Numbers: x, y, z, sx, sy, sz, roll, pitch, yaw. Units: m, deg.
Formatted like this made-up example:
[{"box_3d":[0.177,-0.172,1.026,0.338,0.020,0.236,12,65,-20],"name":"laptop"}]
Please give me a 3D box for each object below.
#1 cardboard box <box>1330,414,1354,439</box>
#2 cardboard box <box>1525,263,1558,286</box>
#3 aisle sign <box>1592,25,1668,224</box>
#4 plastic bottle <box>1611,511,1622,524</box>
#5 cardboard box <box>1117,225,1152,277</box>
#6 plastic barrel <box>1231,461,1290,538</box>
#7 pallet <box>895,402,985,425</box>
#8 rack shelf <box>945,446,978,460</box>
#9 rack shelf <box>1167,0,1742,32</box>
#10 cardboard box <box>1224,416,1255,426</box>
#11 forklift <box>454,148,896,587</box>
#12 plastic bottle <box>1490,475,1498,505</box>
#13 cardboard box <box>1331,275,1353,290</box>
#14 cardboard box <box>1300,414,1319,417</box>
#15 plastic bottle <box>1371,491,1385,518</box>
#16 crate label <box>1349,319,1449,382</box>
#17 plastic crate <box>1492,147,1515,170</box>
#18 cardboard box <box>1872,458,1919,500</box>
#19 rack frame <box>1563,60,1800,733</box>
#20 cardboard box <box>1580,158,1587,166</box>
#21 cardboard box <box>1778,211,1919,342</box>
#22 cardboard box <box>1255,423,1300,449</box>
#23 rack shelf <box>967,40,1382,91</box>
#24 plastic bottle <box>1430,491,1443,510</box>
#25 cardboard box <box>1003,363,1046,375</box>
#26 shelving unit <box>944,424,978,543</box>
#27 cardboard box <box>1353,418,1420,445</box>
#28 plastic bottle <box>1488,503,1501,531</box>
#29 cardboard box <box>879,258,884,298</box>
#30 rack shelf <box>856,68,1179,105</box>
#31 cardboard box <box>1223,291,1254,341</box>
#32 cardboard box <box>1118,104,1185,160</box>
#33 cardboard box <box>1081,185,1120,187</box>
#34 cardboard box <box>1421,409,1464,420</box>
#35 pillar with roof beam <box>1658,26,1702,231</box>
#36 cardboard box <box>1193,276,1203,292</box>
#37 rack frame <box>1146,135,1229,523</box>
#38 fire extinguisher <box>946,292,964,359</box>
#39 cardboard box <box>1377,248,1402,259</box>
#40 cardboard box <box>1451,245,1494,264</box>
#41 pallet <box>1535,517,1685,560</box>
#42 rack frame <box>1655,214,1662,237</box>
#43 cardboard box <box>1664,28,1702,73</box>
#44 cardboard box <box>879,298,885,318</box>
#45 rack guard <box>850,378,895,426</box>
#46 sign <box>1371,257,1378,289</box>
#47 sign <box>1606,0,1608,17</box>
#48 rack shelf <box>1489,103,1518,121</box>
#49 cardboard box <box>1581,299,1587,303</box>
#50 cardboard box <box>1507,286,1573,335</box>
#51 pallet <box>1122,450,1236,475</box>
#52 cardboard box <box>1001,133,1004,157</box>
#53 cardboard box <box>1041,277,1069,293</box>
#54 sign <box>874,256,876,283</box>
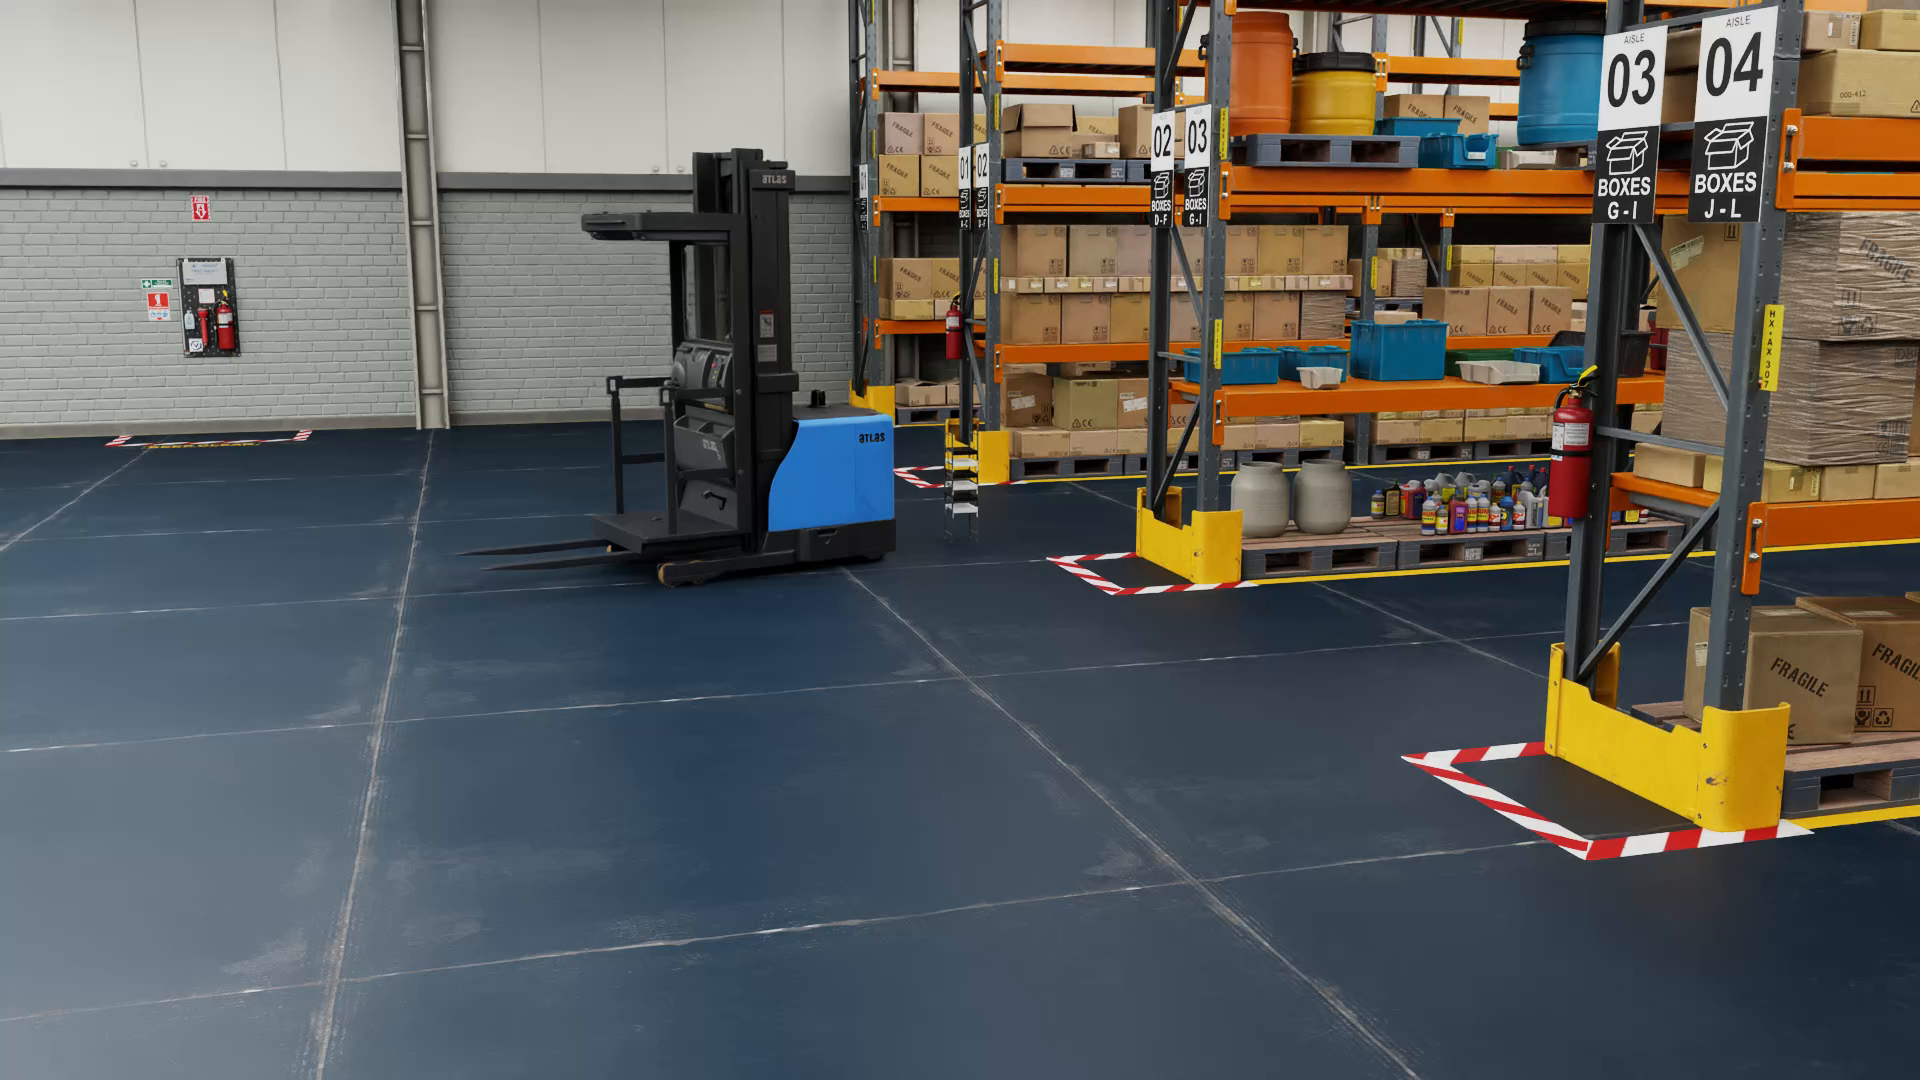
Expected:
[{"box_3d":[4.347,-1.256,18.017,0.500,0.250,0.500,-3,11,-16],"name":"cardboard box"},{"box_3d":[8.003,-3.629,23.320,0.500,0.500,0.500,-3,11,-16],"name":"cardboard box"},{"box_3d":[2.811,-1.733,6.995,0.004,0.787,0.394,-3,11,-16],"name":"aisle sign"},{"box_3d":[4.873,-0.300,12.491,0.185,0.351,0.144,-3,11,-17],"name":"plastic bottle"},{"box_3d":[1.679,-2.892,16.613,0.500,0.500,0.700,-3,11,-16],"name":"cardboard box"},{"box_3d":[2.181,-0.296,12.081,0.421,0.512,0.421,0,10,0],"name":"plastic barrel"},{"box_3d":[-0.336,-1.656,21.459,1.213,0.211,1.003,-3,11,-16],"name":"pallet"},{"box_3d":[0.008,-0.676,12.924,0.200,0.077,0.258,-3,11,-16],"name":"rack shelf"},{"box_3d":[3.491,-3.768,11.749,4.000,0.370,1.077,-3,11,-16],"name":"rack shelf"},{"box_3d":[2.684,-1.442,16.961,0.500,0.500,0.500,-3,11,-16],"name":"cardboard box"},{"box_3d":[-1.991,-1.229,11.627,3.031,2.935,1.130,-6,12,-32],"name":"forklift"},{"box_3d":[4.168,-0.370,13.059,0.133,0.283,0.061,-3,11,-13],"name":"plastic bottle"},{"box_3d":[3.829,-2.647,17.074,0.250,0.149,0.380,-3,11,-16],"name":"cardboard box"},{"box_3d":[3.497,-1.584,17.730,0.500,0.500,0.500,-3,11,-16],"name":"cardboard box"},{"box_3d":[3.211,-0.276,12.773,0.097,0.201,0.097,0,10,0],"name":"plastic bottle"},{"box_3d":[3.262,-1.424,12.399,0.616,0.435,0.502,-3,11,-16],"name":"crate label"},{"box_3d":[3.820,-2.807,12.311,0.450,0.188,0.336,-3,11,-16],"name":"plastic crate"},{"box_3d":[3.785,-0.274,6.945,0.250,0.149,0.380,-3,11,-16],"name":"cardboard box"},{"box_3d":[2.955,-0.405,6.964,0.127,3.000,1.000,-3,11,-16],"name":"rack frame"},{"box_3d":[6.400,-4.051,17.737,0.500,0.250,0.500,-3,11,-17],"name":"cardboard box"},{"box_3d":[3.559,-1.073,6.731,0.500,0.500,0.500,-3,11,-16],"name":"cardboard box"},{"box_3d":[3.163,-1.099,17.168,0.500,0.250,0.500,-3,11,-16],"name":"cardboard box"},{"box_3d":[2.110,-4.629,16.427,4.000,0.370,1.077,-3,11,-16],"name":"rack shelf"},{"box_3d":[3.647,-0.270,12.742,0.097,0.201,0.097,0,10,0],"name":"plastic bottle"},{"box_3d":[0.756,-2.052,21.599,0.500,0.500,0.700,-4,11,-20],"name":"cardboard box"},{"box_3d":[0.008,-0.443,12.967,0.210,0.900,0.258,-3,11,-16],"name":"shelving unit"},{"box_3d":[4.487,-1.162,17.507,0.500,0.250,0.500,-3,11,-17],"name":"cardboard box"},{"box_3d":[3.918,-0.172,12.208,0.097,0.201,0.097,0,10,0],"name":"plastic bottle"},{"box_3d":[-0.806,-3.354,21.270,0.500,0.500,0.500,-3,11,-17],"name":"cardboard box"},{"box_3d":[0.722,-5.685,21.068,4.000,0.370,1.077,-3,11,-16],"name":"rack shelf"},{"box_3d":[2.618,-2.303,16.997,0.500,0.500,0.700,-3,11,-15],"name":"cardboard box"},{"box_3d":[1.860,-3.964,16.186,0.500,0.500,0.500,-3,11,-16],"name":"cardboard box"},{"box_3d":[1.737,-4.633,21.314,0.500,0.500,0.500,-4,11,-21],"name":"cardboard box"},{"box_3d":[4.979,-1.462,17.590,0.500,0.311,0.500,-3,11,-17],"name":"cardboard box"},{"box_3d":[11.957,-5.984,20.696,0.400,9.000,9.100,-3,11,-16],"name":"pillar with roof beam"},{"box_3d":[2.355,-2.569,16.651,0.250,0.149,0.380,-3,11,-14],"name":"cardboard box"},{"box_3d":[1.570,-1.266,11.641,0.127,3.000,1.000,-3,11,-16],"name":"rack frame"},{"box_3d":[-0.054,-2.164,16.732,0.183,0.674,0.296,-3,11,-16],"name":"fire extinguisher"},{"box_3d":[5.855,-3.937,22.862,0.250,0.149,0.380,-5,12,-25],"name":"cardboard box"},{"box_3d":[7.018,-3.947,22.979,0.500,0.250,0.500,-3,11,-15],"name":"cardboard box"},{"box_3d":[4.754,-0.071,12.848,1.213,0.211,1.003,-3,11,-16],"name":"pallet"},{"box_3d":[10.323,-3.596,24.295,0.127,3.000,1.000,-3,11,-16],"name":"rack frame"},{"box_3d":[3.134,-2.071,7.041,0.250,0.149,0.380,-3,11,-16],"name":"cardboard box"},{"box_3d":[-0.804,-2.982,21.319,0.500,0.250,0.500,-3,11,-15],"name":"cardboard box"},{"box_3d":[-1.126,-1.763,21.243,0.348,0.500,1.175,-3,11,-16],"name":"rack guard"},{"box_3d":[4.187,-2.698,16.810,0.005,0.325,0.100,-3,11,-16],"name":"sign"},{"box_3d":[2.819,-2.414,7.142,0.005,0.325,0.100,-3,11,-16],"name":"sign"},{"box_3d":[8.403,-5.895,23.303,4.000,0.370,1.077,-3,11,-16],"name":"rack shelf"},{"box_3d":[8.845,-3.359,23.647,0.250,0.149,0.380,-3,11,-18],"name":"cardboard box"},{"box_3d":[6.264,-2.494,18.033,0.500,0.500,0.500,-4,11,-19],"name":"cardboard box"},{"box_3d":[2.081,-0.863,17.153,1.213,0.211,1.003,-3,11,-16],"name":"pallet"},{"box_3d":[0.627,-5.157,21.394,0.500,0.500,0.500,-3,11,-16],"name":"cardboard box"},{"box_3d":[0.879,-2.492,16.231,0.250,0.149,0.380,-3,11,-17],"name":"cardboard box"},{"box_3d":[-1.047,-3.320,20.405,0.005,0.325,0.100,-3,11,-16],"name":"sign"}]
